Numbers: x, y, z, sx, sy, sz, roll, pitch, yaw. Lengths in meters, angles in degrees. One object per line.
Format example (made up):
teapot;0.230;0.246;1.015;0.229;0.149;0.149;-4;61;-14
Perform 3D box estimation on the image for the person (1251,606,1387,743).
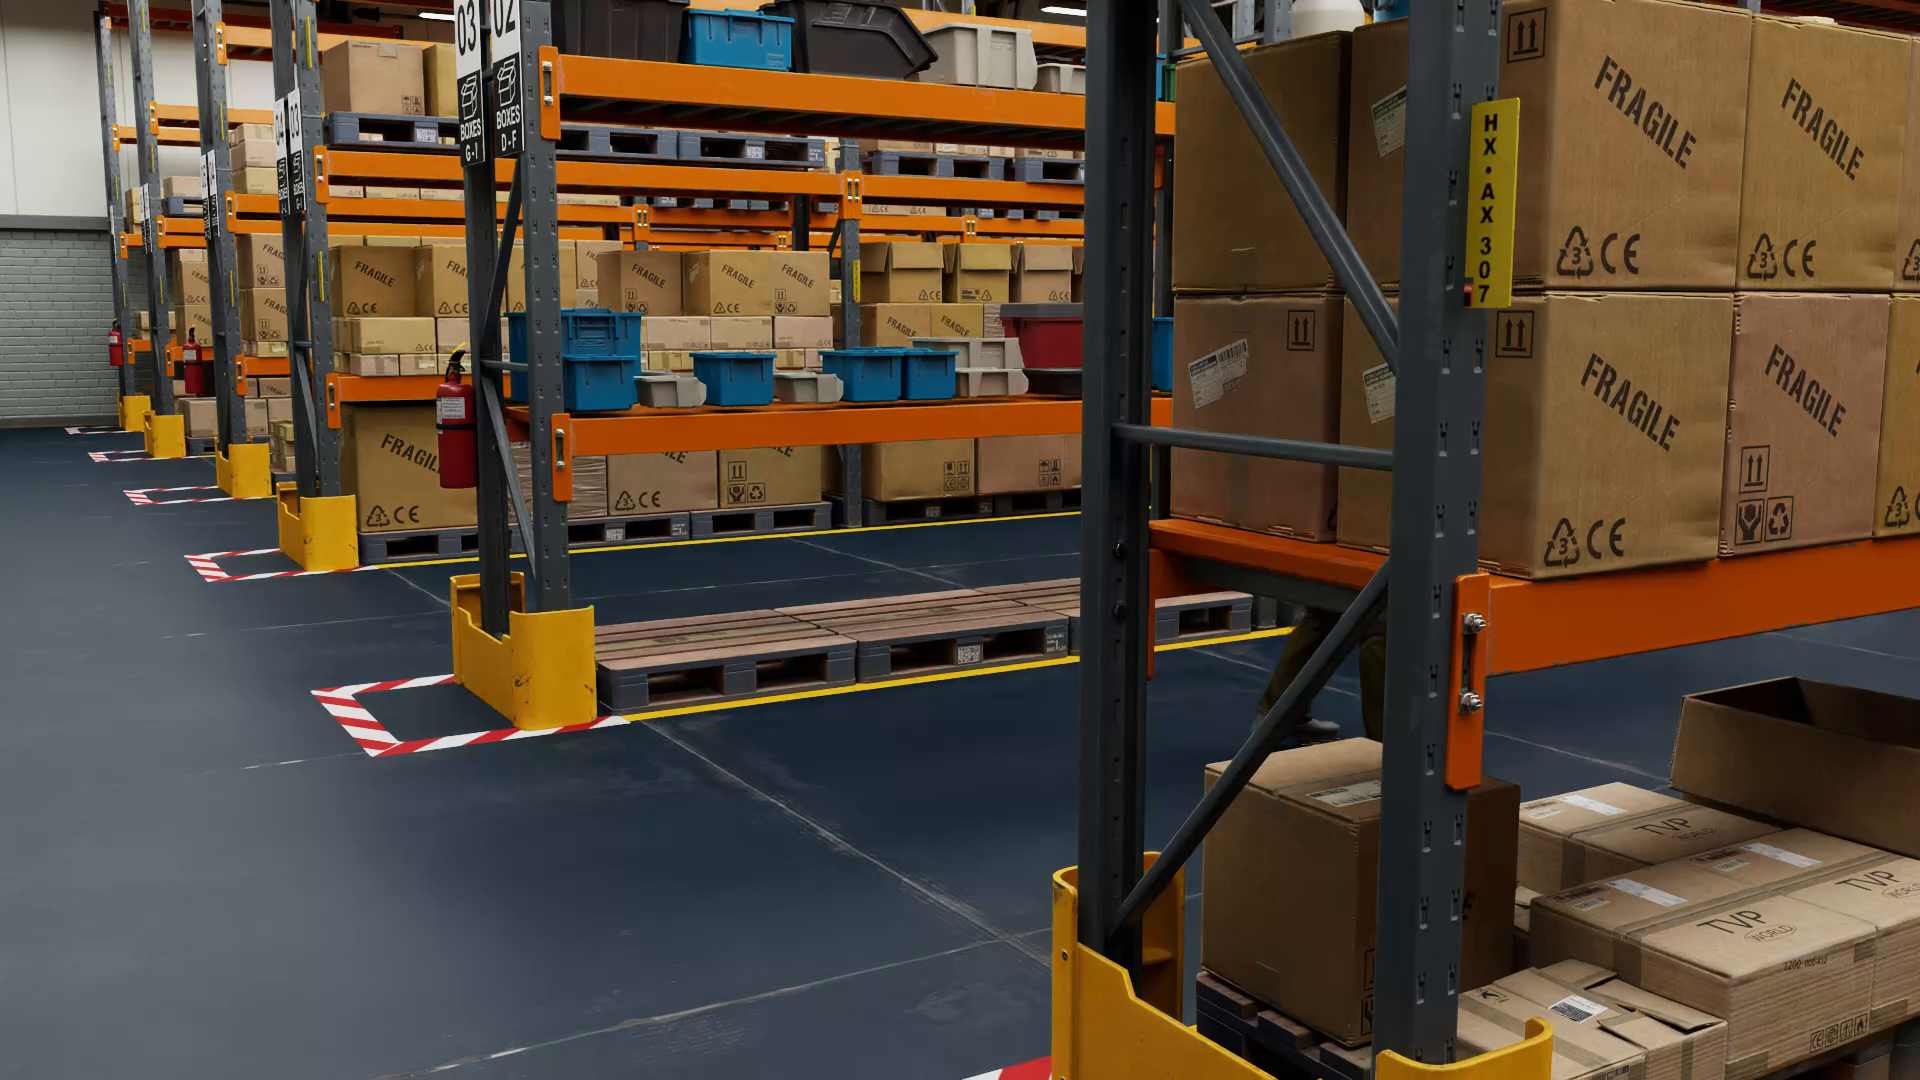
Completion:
person;1.540;-0.014;6.434;0.630;1.771;0.651;-2;8;-13
